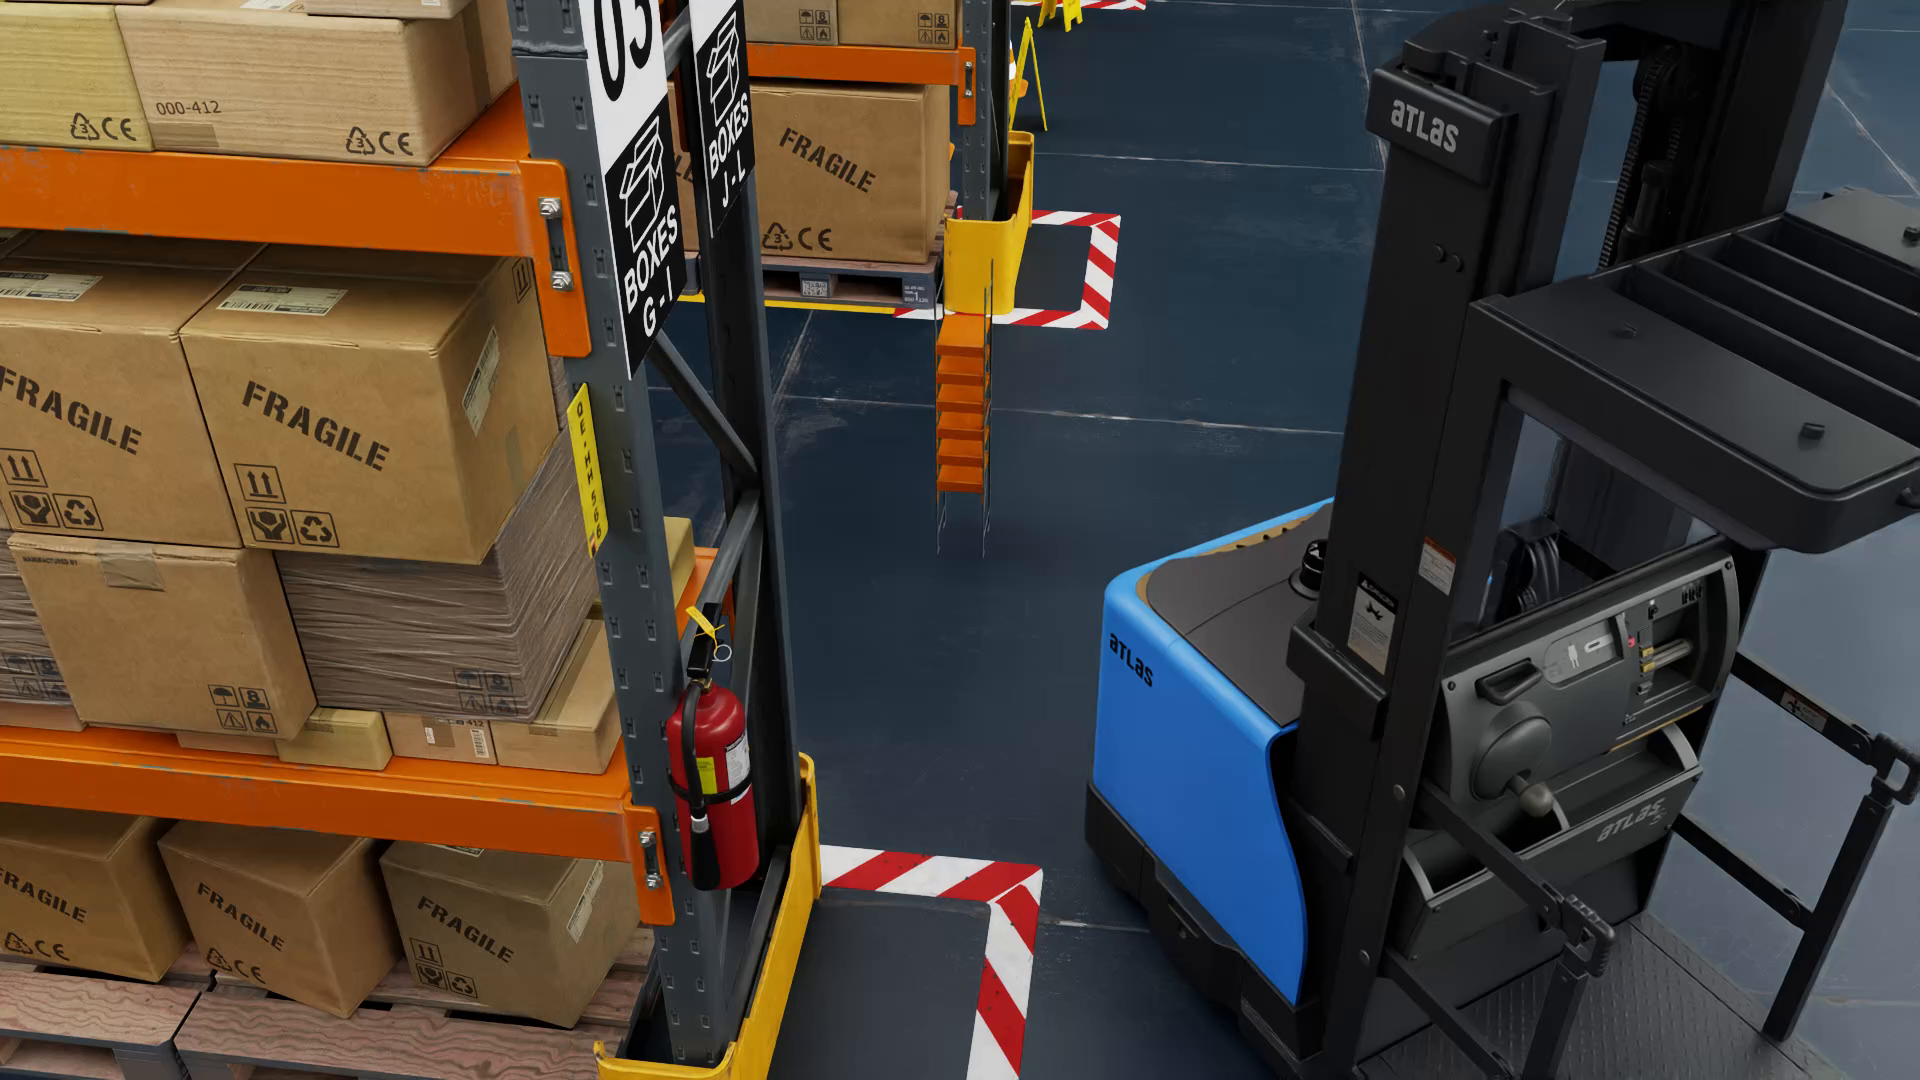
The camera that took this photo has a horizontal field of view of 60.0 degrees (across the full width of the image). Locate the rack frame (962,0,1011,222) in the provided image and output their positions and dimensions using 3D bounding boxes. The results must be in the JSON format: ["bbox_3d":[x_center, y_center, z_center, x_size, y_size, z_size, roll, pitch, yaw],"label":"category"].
[{"bbox_3d":[0.136,-2.694,7.942,0.127,3.000,1.000,4,36,6],"label":"rack frame"}]

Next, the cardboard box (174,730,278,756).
[{"bbox_3d":[-1.653,0.322,3.933,0.250,0.149,0.380,4,36,6],"label":"cardboard box"}]

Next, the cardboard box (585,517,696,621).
[{"bbox_3d":[-0.848,0.101,4.243,0.250,0.149,0.380,4,36,6],"label":"cardboard box"}]

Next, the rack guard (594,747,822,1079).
[{"bbox_3d":[-0.671,1.169,4.682,0.348,0.500,1.175,4,36,6],"label":"rack guard"}]

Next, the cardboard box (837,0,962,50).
[{"bbox_3d":[-0.238,-2.756,7.900,0.550,0.550,0.875,4,36,6],"label":"cardboard box"}]

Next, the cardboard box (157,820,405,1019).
[{"bbox_3d":[-1.811,0.923,4.665,0.500,0.500,0.500,14,38,18],"label":"cardboard box"}]

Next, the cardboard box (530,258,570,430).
[{"bbox_3d":[-1.107,-0.610,3.819,0.500,0.500,0.500,4,36,6],"label":"cardboard box"}]

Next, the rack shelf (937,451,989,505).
[{"bbox_3d":[0.014,-0.256,6.565,0.180,0.103,0.258,4,36,6],"label":"rack shelf"}]

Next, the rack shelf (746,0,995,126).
[{"bbox_3d":[-1.848,-2.549,8.358,4.000,0.370,1.077,4,36,6],"label":"rack shelf"}]

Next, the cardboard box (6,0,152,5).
[{"bbox_3d":[-1.440,-1.050,2.843,0.250,0.149,0.380,3,36,4],"label":"cardboard box"}]

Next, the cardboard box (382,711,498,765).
[{"bbox_3d":[-1.153,0.338,3.910,0.250,0.149,0.380,4,36,6],"label":"cardboard box"}]

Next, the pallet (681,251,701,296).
[{"bbox_3d":[-1.874,-1.664,8.900,1.213,0.211,1.003,4,36,6],"label":"pallet"}]

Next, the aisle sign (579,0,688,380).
[{"bbox_3d":[-0.573,-0.724,2.944,0.004,0.787,0.394,4,36,6],"label":"aisle sign"}]

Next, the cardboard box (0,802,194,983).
[{"bbox_3d":[-2.429,0.866,4.745,0.500,0.500,0.500,7,36,10],"label":"cardboard box"}]

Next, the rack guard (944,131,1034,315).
[{"bbox_3d":[0.160,-1.674,8.666,0.348,0.500,1.175,4,36,6],"label":"rack guard"}]

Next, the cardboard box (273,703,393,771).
[{"bbox_3d":[-1.407,0.349,3.895,0.250,0.149,0.380,4,36,6],"label":"cardboard box"}]

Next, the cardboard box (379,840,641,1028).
[{"bbox_3d":[-1.213,0.948,4.630,0.500,0.500,0.500,11,37,15],"label":"cardboard box"}]

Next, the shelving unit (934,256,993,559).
[{"bbox_3d":[0.014,-0.487,6.400,0.189,1.200,0.258,4,36,6],"label":"shelving unit"}]

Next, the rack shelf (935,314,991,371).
[{"bbox_3d":[0.014,-0.744,6.217,0.180,0.103,0.258,4,36,6],"label":"rack shelf"}]

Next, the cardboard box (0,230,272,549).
[{"bbox_3d":[-1.670,-0.344,3.447,0.500,0.500,0.500,4,36,6],"label":"cardboard box"}]

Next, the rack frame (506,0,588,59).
[{"bbox_3d":[-0.596,-2.285,2.205,0.127,3.000,1.000,4,36,6],"label":"rack frame"}]

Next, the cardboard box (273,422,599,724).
[{"bbox_3d":[-1.138,-0.061,3.912,0.500,0.500,0.875,4,36,6],"label":"cardboard box"}]

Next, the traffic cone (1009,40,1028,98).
[{"bbox_3d":[0.271,-3.144,10.757,0.334,0.463,0.336,4,36,6],"label":"traffic cone"}]

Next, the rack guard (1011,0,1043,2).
[{"bbox_3d":[0.591,-4.541,12.683,0.348,0.500,1.175,4,36,6],"label":"rack guard"}]

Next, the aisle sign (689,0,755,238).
[{"bbox_3d":[-0.496,-1.070,3.429,0.004,0.787,0.394,4,36,6],"label":"aisle sign"}]

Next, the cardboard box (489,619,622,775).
[{"bbox_3d":[-0.905,0.357,3.884,0.250,0.149,0.380,4,36,6],"label":"cardboard box"}]

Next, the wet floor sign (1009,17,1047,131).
[{"bbox_3d":[0.417,-2.874,10.221,0.232,0.644,0.267,-2,36,-2],"label":"wet floor sign"}]

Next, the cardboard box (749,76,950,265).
[{"bbox_3d":[-0.545,-2.012,8.454,0.875,0.875,0.875,4,36,6],"label":"cardboard box"}]

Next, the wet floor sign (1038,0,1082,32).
[{"bbox_3d":[0.718,-3.964,11.749,0.232,0.644,0.267,17,39,22],"label":"wet floor sign"}]

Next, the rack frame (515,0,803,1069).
[{"bbox_3d":[-0.596,0.157,3.948,0.127,3.000,1.000,4,36,6],"label":"rack frame"}]

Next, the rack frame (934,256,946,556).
[{"bbox_3d":[-0.076,-0.494,6.409,0.006,1.200,0.240,4,36,6],"label":"rack frame"}]

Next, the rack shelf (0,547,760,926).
[{"bbox_3d":[-2.580,0.302,4.364,4.000,0.370,1.077,4,36,6],"label":"rack shelf"}]

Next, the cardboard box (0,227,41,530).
[{"bbox_3d":[-2.165,-0.382,3.501,0.500,0.500,0.500,4,36,6],"label":"cardboard box"}]

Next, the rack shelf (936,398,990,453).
[{"bbox_3d":[0.014,-0.451,6.426,0.180,0.103,0.258,4,36,6],"label":"rack shelf"}]

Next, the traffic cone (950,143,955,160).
[{"bbox_3d":[-0.210,-2.518,9.880,0.334,0.463,0.336,4,36,6],"label":"traffic cone"}]

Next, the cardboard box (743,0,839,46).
[{"bbox_3d":[-0.786,-2.784,7.940,0.550,0.550,0.875,4,36,6],"label":"cardboard box"}]

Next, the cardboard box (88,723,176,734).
[{"bbox_3d":[-1.896,0.280,3.992,0.250,0.149,0.380,4,36,6],"label":"cardboard box"}]

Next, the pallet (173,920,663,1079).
[{"bbox_3d":[-1.473,1.206,4.879,1.213,0.211,1.003,4,36,6],"label":"pallet"}]

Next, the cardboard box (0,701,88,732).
[{"bbox_3d":[-2.147,0.274,4.000,0.250,0.149,0.380,4,36,6],"label":"cardboard box"}]

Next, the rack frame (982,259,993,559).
[{"bbox_3d":[0.105,-0.481,6.390,0.006,1.200,0.240,4,36,6],"label":"rack frame"}]

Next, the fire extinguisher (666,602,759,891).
[{"bbox_3d":[-0.541,0.462,3.587,0.183,0.674,0.296,4,36,6],"label":"fire extinguisher"}]

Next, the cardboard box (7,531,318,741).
[{"bbox_3d":[-1.649,-0.029,3.867,0.500,0.500,0.875,4,36,6],"label":"cardboard box"}]

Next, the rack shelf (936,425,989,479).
[{"bbox_3d":[0.014,-0.353,6.495,0.180,0.103,0.258,4,36,6],"label":"rack shelf"}]

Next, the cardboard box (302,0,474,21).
[{"bbox_3d":[-0.911,-1.006,2.781,0.250,0.149,0.380,4,36,6],"label":"cardboard box"}]

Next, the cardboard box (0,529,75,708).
[{"bbox_3d":[-2.140,-0.091,3.953,0.500,0.500,0.875,4,36,6],"label":"cardboard box"}]

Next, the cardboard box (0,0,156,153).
[{"bbox_3d":[-1.602,-0.928,3.015,0.500,0.250,0.500,4,36,6],"label":"cardboard box"}]

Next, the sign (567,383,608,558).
[{"bbox_3d":[-0.687,-0.125,3.074,0.005,0.325,0.100,4,36,6],"label":"sign"}]

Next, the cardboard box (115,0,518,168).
[{"bbox_3d":[-1.107,-0.892,2.965,0.500,0.250,0.500,5,36,7],"label":"cardboard box"}]

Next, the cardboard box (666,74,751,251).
[{"bbox_3d":[-1.418,-2.076,8.544,0.875,0.875,0.875,4,36,5],"label":"cardboard box"}]

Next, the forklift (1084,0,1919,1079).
[{"bbox_3d":[1.566,0.393,3.677,1.130,2.935,3.031,-18,39,-24],"label":"forklift"}]

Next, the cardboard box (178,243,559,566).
[{"bbox_3d":[-1.173,-0.310,3.400,0.500,0.500,0.500,4,36,6],"label":"cardboard box"}]

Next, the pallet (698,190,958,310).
[{"bbox_3d":[-0.667,-1.573,8.772,1.213,0.211,1.003,4,36,6],"label":"pallet"}]

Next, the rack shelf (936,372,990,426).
[{"bbox_3d":[0.014,-0.549,6.356,0.180,0.103,0.258,4,36,6],"label":"rack shelf"}]

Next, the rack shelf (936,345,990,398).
[{"bbox_3d":[0.014,-0.646,6.286,0.180,0.103,0.258,4,36,6],"label":"rack shelf"}]

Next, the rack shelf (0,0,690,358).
[{"bbox_3d":[-2.580,-0.919,3.493,4.000,0.370,1.077,4,36,6],"label":"rack shelf"}]

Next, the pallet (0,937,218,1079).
[{"bbox_3d":[-2.679,1.114,5.007,1.213,0.211,1.003,4,36,6],"label":"pallet"}]
